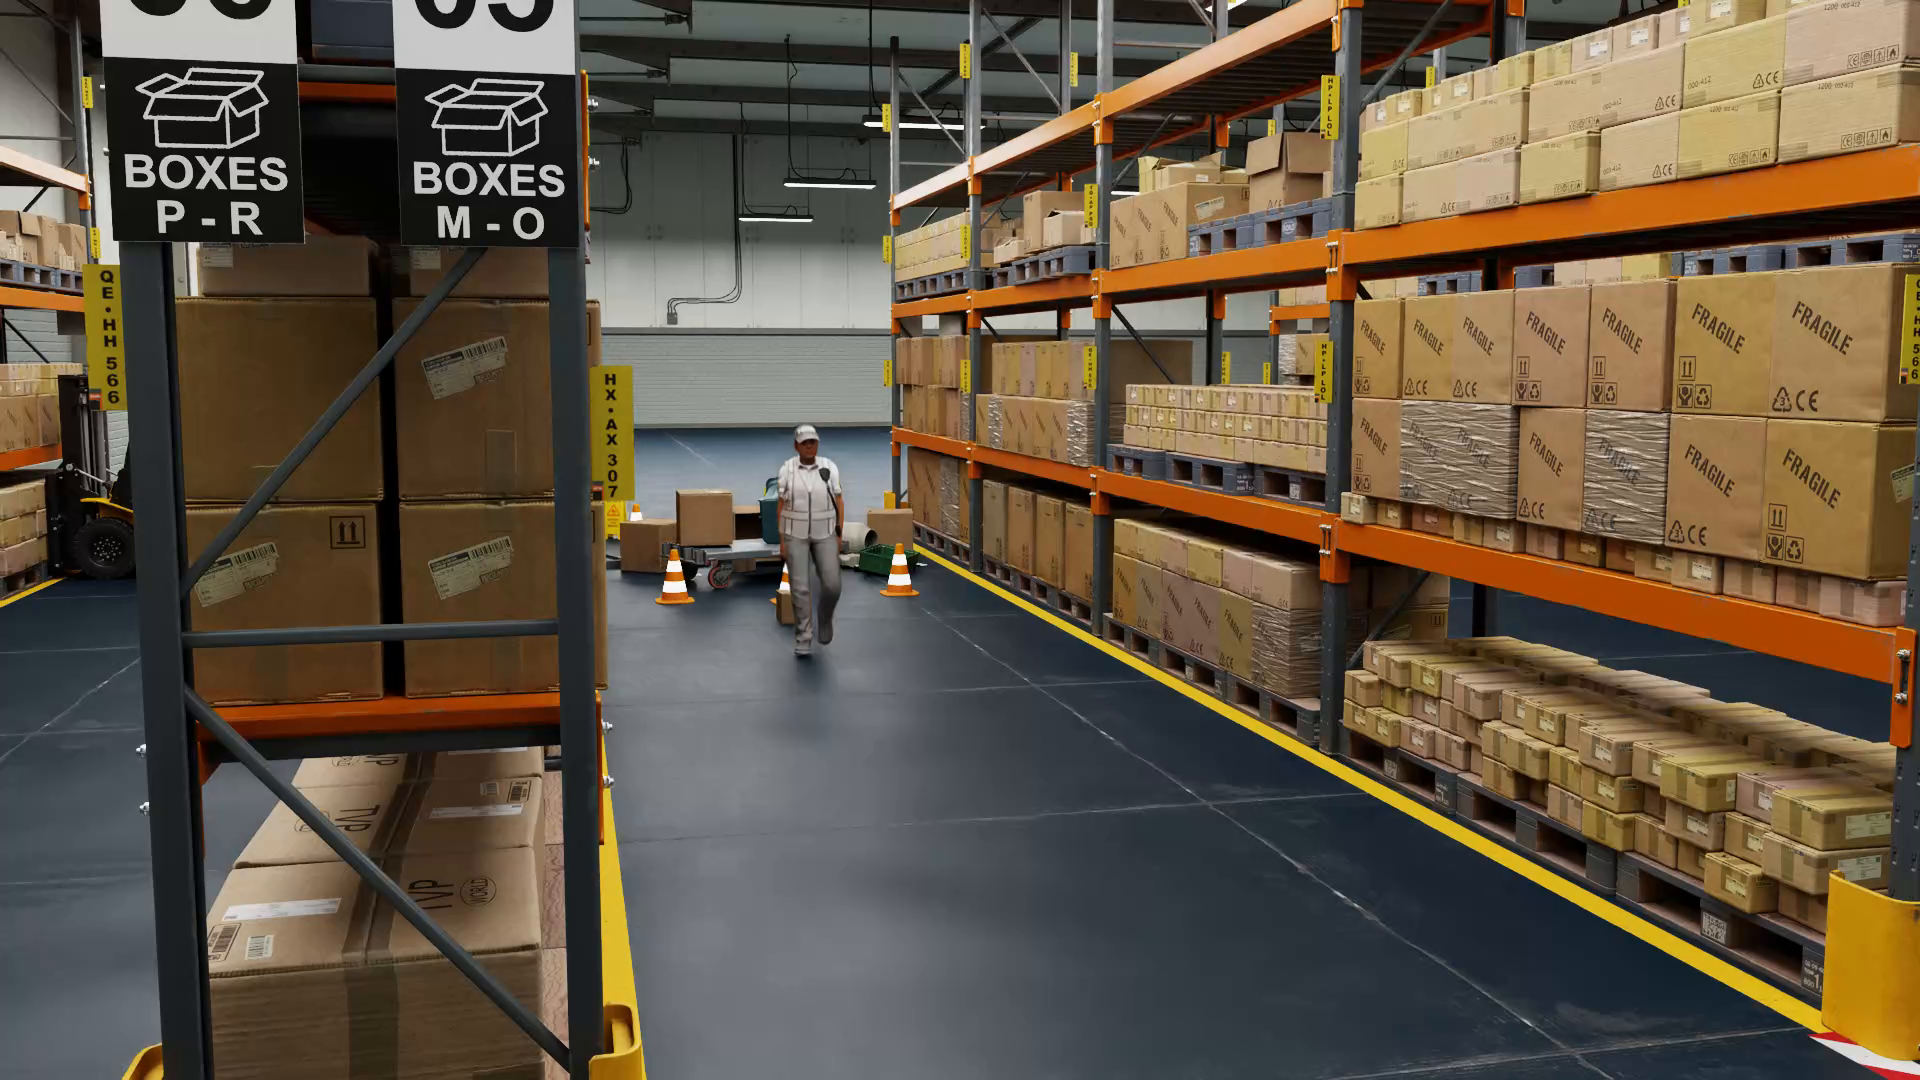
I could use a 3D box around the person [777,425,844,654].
[{"bbox_3d":[-1.089,-0.016,12.111,0.485,1.651,0.509,-1,6,-7],"label":"person"}]
